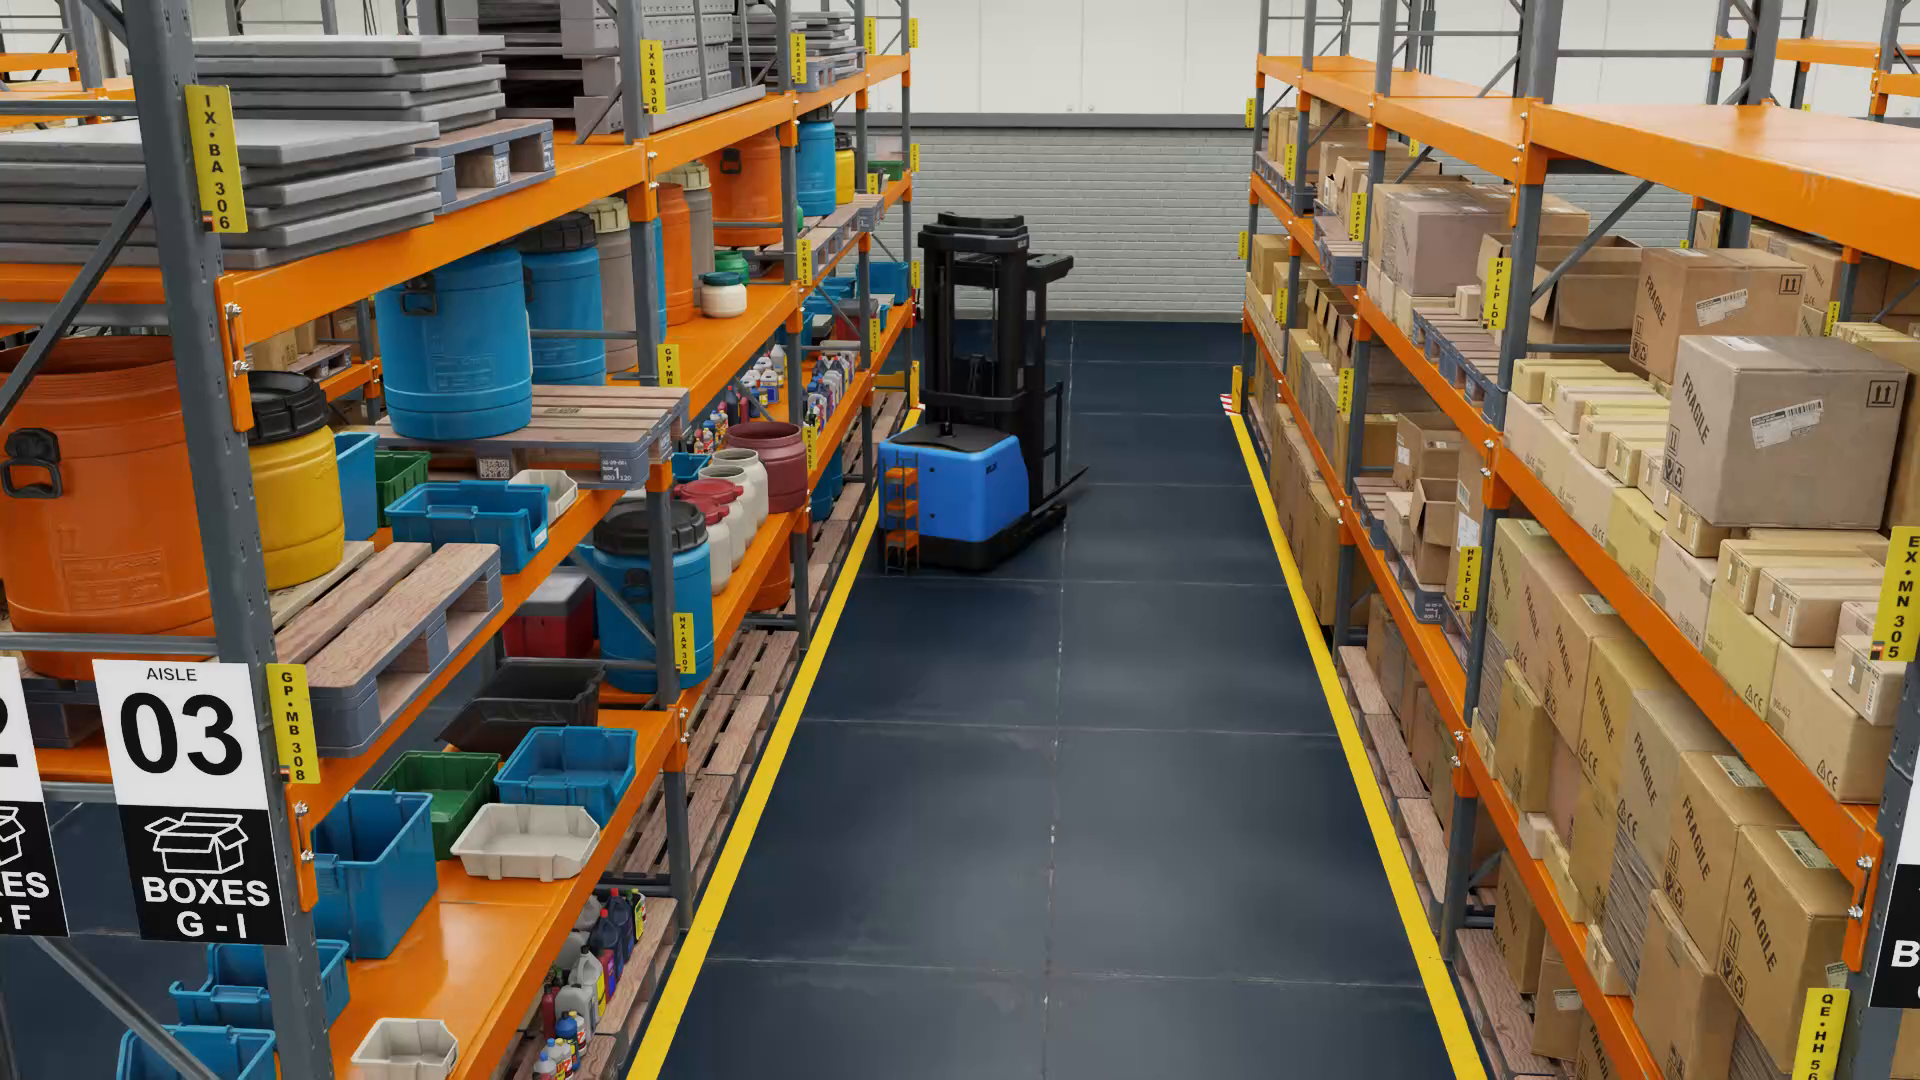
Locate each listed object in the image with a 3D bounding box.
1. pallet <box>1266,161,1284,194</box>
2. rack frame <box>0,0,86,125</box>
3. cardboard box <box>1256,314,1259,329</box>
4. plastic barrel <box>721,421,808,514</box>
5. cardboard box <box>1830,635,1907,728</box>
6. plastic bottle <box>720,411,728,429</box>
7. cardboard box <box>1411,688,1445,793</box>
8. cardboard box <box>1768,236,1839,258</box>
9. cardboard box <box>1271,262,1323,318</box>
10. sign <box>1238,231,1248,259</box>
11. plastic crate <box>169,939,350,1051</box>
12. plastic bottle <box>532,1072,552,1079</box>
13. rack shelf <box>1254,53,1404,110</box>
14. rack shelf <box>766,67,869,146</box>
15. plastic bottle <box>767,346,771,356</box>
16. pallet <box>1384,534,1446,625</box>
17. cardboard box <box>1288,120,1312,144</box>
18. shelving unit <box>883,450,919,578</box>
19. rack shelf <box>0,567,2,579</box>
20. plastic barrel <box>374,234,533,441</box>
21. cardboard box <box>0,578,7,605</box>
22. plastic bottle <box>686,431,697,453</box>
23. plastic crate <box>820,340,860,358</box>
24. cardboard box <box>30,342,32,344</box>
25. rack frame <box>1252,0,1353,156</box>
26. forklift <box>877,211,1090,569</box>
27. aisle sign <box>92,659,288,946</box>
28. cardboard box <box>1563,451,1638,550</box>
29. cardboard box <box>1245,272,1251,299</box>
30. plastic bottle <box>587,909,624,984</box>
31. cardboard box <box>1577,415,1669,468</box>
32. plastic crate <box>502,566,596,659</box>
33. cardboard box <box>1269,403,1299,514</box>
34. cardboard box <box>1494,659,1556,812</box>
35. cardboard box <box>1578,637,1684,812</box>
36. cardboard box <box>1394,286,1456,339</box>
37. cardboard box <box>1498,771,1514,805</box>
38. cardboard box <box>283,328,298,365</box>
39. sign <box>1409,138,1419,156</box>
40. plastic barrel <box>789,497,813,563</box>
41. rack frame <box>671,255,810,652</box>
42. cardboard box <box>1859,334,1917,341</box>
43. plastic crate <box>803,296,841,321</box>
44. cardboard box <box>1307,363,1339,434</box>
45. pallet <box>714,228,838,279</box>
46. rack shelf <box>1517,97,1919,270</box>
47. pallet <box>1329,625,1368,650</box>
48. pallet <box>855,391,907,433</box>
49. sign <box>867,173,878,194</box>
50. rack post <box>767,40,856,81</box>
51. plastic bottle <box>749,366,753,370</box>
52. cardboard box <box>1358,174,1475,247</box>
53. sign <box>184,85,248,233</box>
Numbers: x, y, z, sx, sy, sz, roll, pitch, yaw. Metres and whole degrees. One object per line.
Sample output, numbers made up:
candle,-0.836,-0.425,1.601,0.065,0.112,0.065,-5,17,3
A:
pallet,3.733,-3.752,17.207,1.003,0.211,1.213,1,18,4
rack frame,-10.961,-6.161,19.602,1.000,3.000,0.127,1,18,4
cardboard box,3.416,-2.357,18.030,0.380,0.149,0.250,1,18,3
plastic barrel,-1.384,-0.519,11.797,0.600,0.536,0.708,1,18,4
cardboard box,2.422,0.354,4.137,0.380,0.149,0.250,1,18,4
plastic bottle,-1.958,-0.964,13.695,0.097,0.201,0.097,0,18,0
cardboard box,3.159,1.215,10.032,0.700,0.500,0.500,0,18,-1
cardboard box,8.361,-2.730,16.520,0.500,0.500,0.500,2,18,5
cardboard box,3.380,-2.467,16.521,0.500,0.500,0.500,1,18,4
sign,3.308,-3.442,19.420,0.100,0.325,0.005,1,18,4
plastic crate,-2.437,1.587,5.829,0.499,0.251,0.408,1,18,4
plastic bottle,-1.751,2.336,6.961,0.061,0.283,0.133,2,18,5
rack shelf,3.717,-4.677,16.868,1.077,0.370,4.000,1,18,4
rack shelf,-1.510,-3.545,13.414,1.077,0.370,4.000,1,18,4
plastic bottle,-1.818,-1.687,15.769,0.061,0.283,0.133,1,18,4
pallet,3.186,0.213,10.092,1.003,0.211,1.213,1,18,4
cardboard box,3.613,-3.868,16.424,0.700,0.500,0.500,2,18,7
shelving unit,-0.502,-0.224,14.244,0.215,1.050,0.252,8,20,24
rack shelf,-6.737,0.247,10.836,1.077,0.370,4.000,1,18,4
plastic barrel,-2.118,-0.919,6.940,0.600,0.901,0.708,1,18,4
cardboard box,-6.953,0.444,11.920,0.500,0.311,0.500,1,18,3
plastic bottle,-2.049,-0.684,12.709,0.061,0.283,0.133,1,18,4
plastic crate,-1.190,-1.892,16.533,0.396,0.136,0.243,1,18,4
cardboard box,-10.756,-2.288,19.712,0.380,0.149,0.250,2,18,5
rack frame,3.861,-5.830,18.590,1.000,3.000,0.127,1,18,4
forklift,0.360,-1.559,15.302,1.130,2.935,3.031,8,20,24
aisle sign,-1.939,0.673,4.203,0.394,0.787,0.004,1,18,4
cardboard box,2.634,-0.153,6.325,0.500,0.250,0.500,1,18,2
cardboard box,3.557,-2.906,19.064,0.500,0.250,0.500,1,18,2
plastic bottle,-1.712,1.953,8.019,0.144,0.351,0.185,0,18,1
cardboard box,2.597,-0.376,6.362,0.380,0.149,0.250,1,18,3
plastic crate,-2.210,0.450,8.957,0.402,0.464,0.583,1,18,4
cardboard box,3.548,-0.727,15.390,1.225,0.875,0.875,1,18,4
cardboard box,2.836,0.852,7.194,0.875,0.500,0.500,1,18,4
cardboard box,2.619,0.684,6.100,0.500,0.500,0.500,1,18,4
cardboard box,2.935,-1.389,10.095,0.500,0.250,0.500,2,18,5
cardboard box,2.664,1.083,7.531,0.380,0.149,0.250,1,18,4
cardboard box,-6.550,-1.849,15.240,0.700,0.500,0.500,4,19,13
sign,4.116,-3.548,15.108,0.100,0.325,0.005,1,18,4
plastic barrel,-1.554,-0.161,14.124,0.600,0.588,0.708,1,18,4
rack frame,-1.653,-0.605,12.278,1.000,3.000,0.127,1,18,4
cardboard box,7.992,-1.679,14.330,0.380,0.149,0.250,1,18,4
plastic crate,-1.520,-2.560,18.418,0.416,0.233,0.300,1,18,4
cardboard box,3.188,-1.175,13.857,0.500,0.500,0.500,2,18,5
pallet,-1.501,-2.176,12.559,1.003,0.211,1.213,1,18,4
rack shelf,2.857,-1.138,5.432,1.077,0.370,4.000,1,18,4
pallet,3.419,0.588,13.117,1.003,0.211,1.213,1,18,4
pallet,-1.177,-1.509,19.516,1.003,0.211,1.213,1,18,4
sign,-0.818,-3.264,15.562,0.100,0.325,0.005,1,18,4
rack post,-1.384,-3.829,13.286,0.937,0.300,0.954,3,18,10
plastic bottle,-1.882,-1.411,14.928,0.061,0.283,0.133,1,18,4
cardboard box,3.259,-2.359,11.976,0.797,0.503,0.637,2,18,7
sign,-1.678,-0.858,3.753,0.100,0.325,0.005,1,18,4
